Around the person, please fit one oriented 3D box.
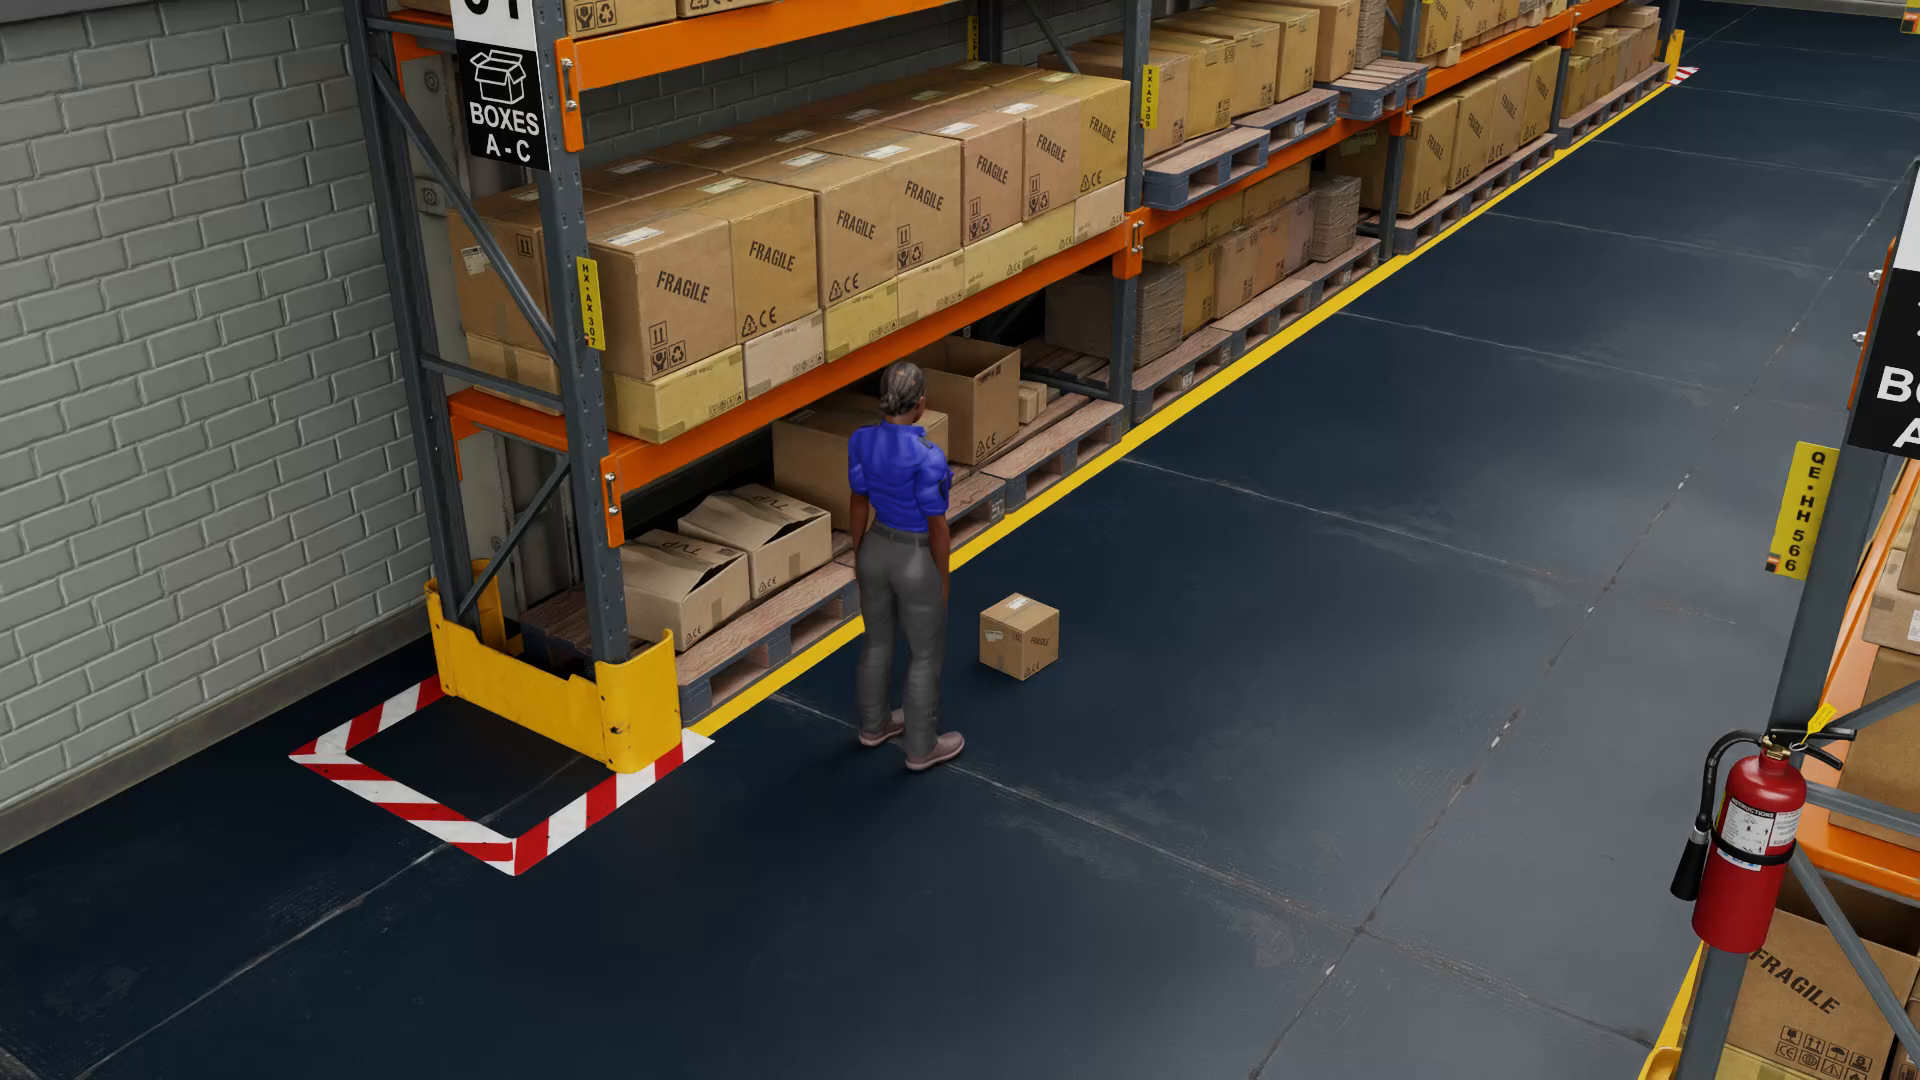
[{"bbox_3d":[-0.211,0.097,6.423,0.445,1.660,0.329,18,32,31],"label":"person"}]
